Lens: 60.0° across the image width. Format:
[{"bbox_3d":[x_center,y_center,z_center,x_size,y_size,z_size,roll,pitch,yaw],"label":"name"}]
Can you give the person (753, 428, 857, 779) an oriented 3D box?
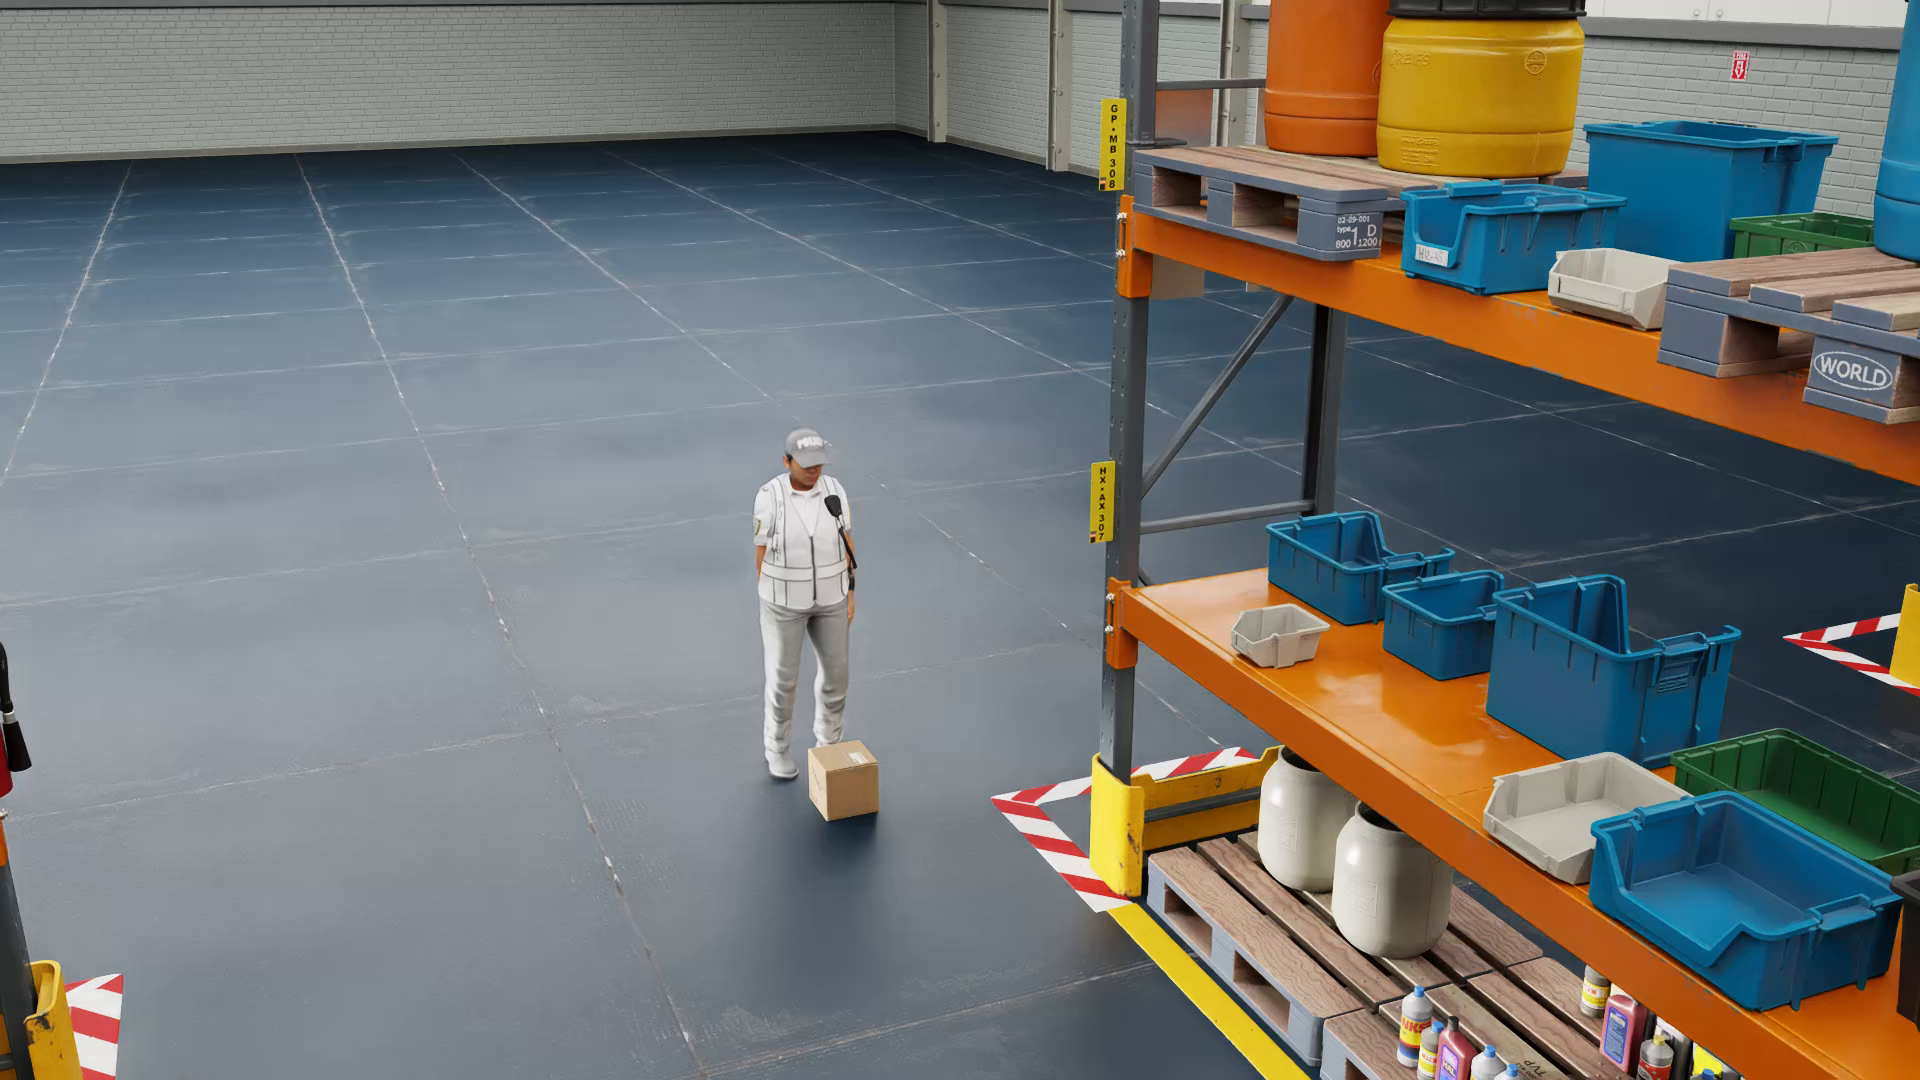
[{"bbox_3d":[-0.704,0.285,7.746,0.468,1.659,0.391,-7,20,-21],"label":"person"}]
